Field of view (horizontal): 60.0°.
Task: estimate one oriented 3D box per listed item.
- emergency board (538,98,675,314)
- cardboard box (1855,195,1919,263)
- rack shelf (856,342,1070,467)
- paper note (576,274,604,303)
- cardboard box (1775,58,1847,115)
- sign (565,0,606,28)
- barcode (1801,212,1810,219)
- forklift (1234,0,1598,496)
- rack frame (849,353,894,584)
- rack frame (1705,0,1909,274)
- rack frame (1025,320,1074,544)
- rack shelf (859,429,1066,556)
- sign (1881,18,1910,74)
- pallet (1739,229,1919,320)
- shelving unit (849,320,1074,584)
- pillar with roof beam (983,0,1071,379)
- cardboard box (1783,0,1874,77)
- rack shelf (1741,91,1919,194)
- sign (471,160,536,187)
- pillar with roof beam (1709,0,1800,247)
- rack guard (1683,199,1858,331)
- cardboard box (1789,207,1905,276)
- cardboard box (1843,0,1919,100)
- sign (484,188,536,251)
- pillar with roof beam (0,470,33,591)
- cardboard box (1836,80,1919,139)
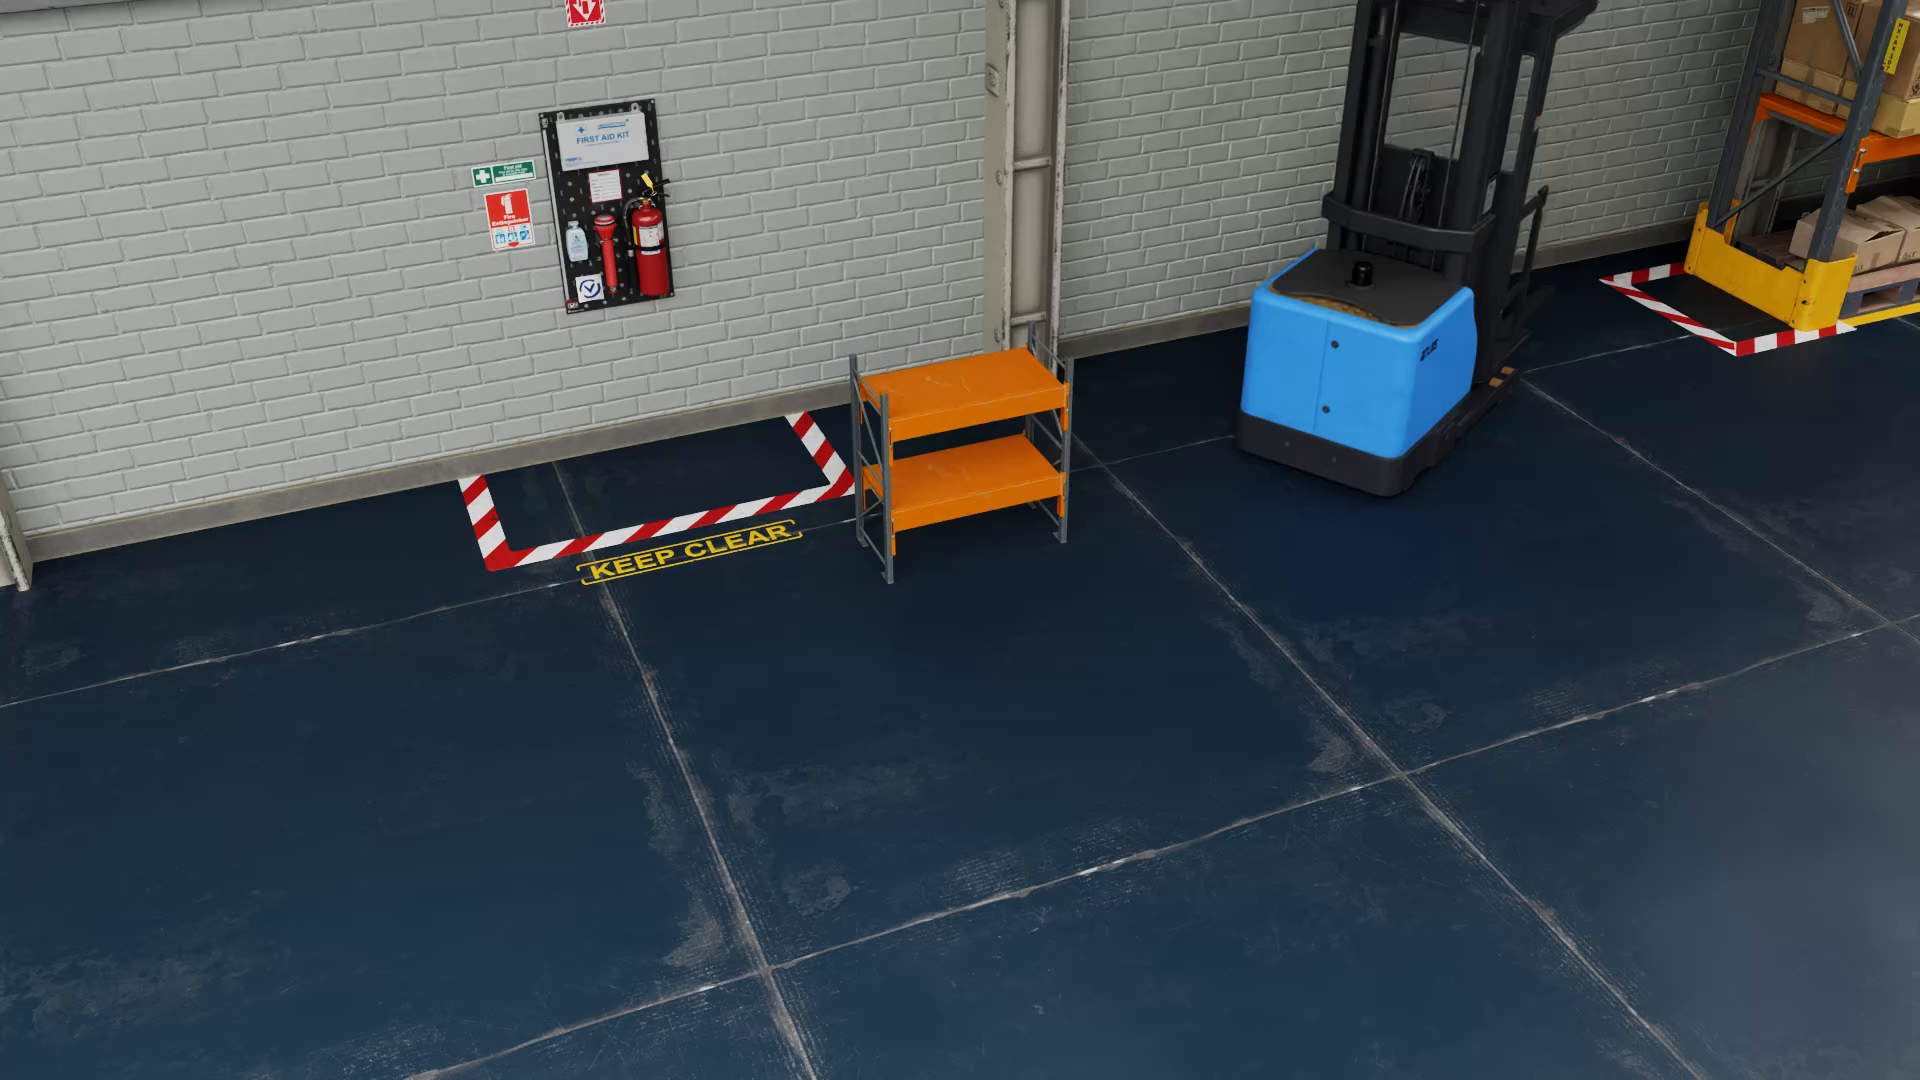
[{"bbox_3d":[-1.906,-1.798,9.180,0.643,1.169,0.194,-13,35,-19],"label":"emergency board"},{"bbox_3d":[6.808,-2.263,11.957,0.500,0.311,0.500,-10,34,-15],"label":"cardboard box"},{"bbox_3d":[0.006,-0.718,8.704,1.000,0.278,0.538,-13,35,-19],"label":"rack shelf"},{"bbox_3d":[-2.096,-1.426,9.417,0.142,0.148,0.016,-13,35,-19],"label":"paper note"},{"bbox_3d":[5.965,-3.126,11.341,0.500,0.250,0.500,-12,35,-18],"label":"cardboard box"},{"bbox_3d":[-1.952,-2.818,8.623,0.199,0.298,0.001,-13,35,-19],"label":"sign"},{"bbox_3d":[6.144,-2.351,12.085,0.075,0.075,0.001,-13,35,-19],"label":"barcode"},{"bbox_3d":[2.917,-2.226,9.901,1.130,2.935,3.031,22,39,30],"label":"forklift"},{"bbox_3d":[-0.462,-0.366,8.698,0.032,1.125,0.500,-13,35,-19],"label":"rack frame"},{"bbox_3d":[5.609,-2.984,11.004,0.127,3.000,1.000,-13,35,-19],"label":"rack frame"},{"bbox_3d":[0.475,-0.580,9.028,0.032,1.125,0.500,-13,35,-19],"label":"rack frame"},{"bbox_3d":[0.006,-0.268,8.997,1.000,0.278,0.538,-13,35,-19],"label":"rack shelf"},{"bbox_3d":[5.819,-3.074,10.349,0.005,0.325,0.100,-13,35,-19],"label":"sign"},{"bbox_3d":[6.442,-1.985,12.025,1.213,0.211,1.003,-13,35,-19],"label":"pallet"},{"bbox_3d":[0.006,-0.473,8.863,1.048,1.125,0.538,-13,35,-19],"label":"shelving unit"},{"bbox_3d":[2.054,-2.650,4.990,0.400,9.000,9.100,-13,35,-19],"label":"pillar with roof beam"},{"bbox_3d":[5.962,-3.450,11.152,0.500,0.500,0.500,-13,35,-19],"label":"cardboard box"},{"bbox_3d":[7.453,-3.105,11.849,4.000,0.370,1.077,-13,35,-19],"label":"rack shelf"},{"bbox_3d":[-2.448,-1.966,8.921,0.331,0.109,0.001,-13,35,-19],"label":"sign"},{"bbox_3d":[7.586,-3.917,6.937,0.400,9.000,9.100,-13,35,-19],"label":"pillar with roof beam"},{"bbox_3d":[5.679,-1.953,11.710,0.348,0.500,1.175,-13,35,-19],"label":"rack guard"},{"bbox_3d":[6.282,-2.142,11.772,0.500,0.311,0.500,-17,37,-24],"label":"cardboard box"},{"bbox_3d":[6.166,-3.194,10.758,0.500,0.500,0.500,-13,35,-19],"label":"cardboard box"},{"bbox_3d":[-2.455,-1.748,9.071,0.234,0.329,0.001,-13,35,-19],"label":"sign"},{"bbox_3d":[-3.478,-1.383,3.043,0.400,9.000,9.100,-13,35,-19],"label":"pillar with roof beam"},{"bbox_3d":[6.182,-2.873,10.952,0.500,0.250,0.500,-14,36,-20],"label":"cardboard box"}]
